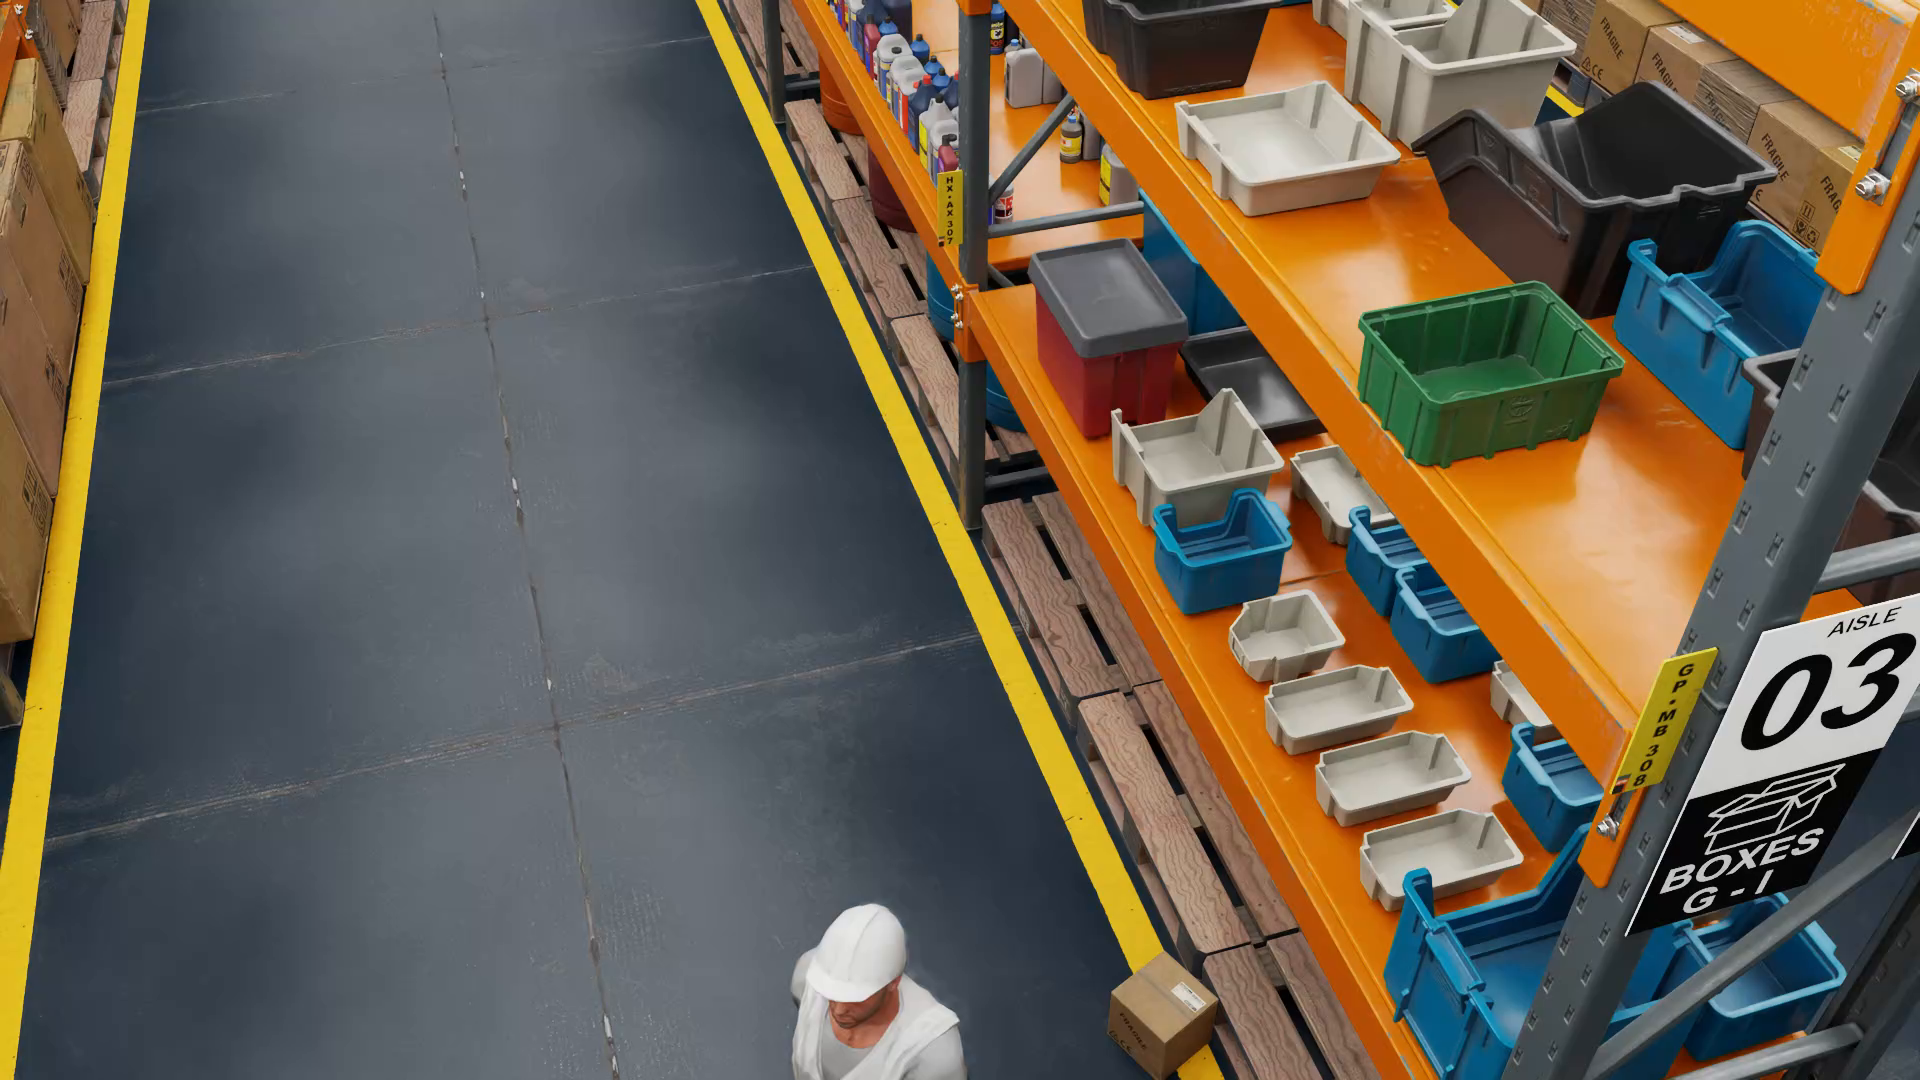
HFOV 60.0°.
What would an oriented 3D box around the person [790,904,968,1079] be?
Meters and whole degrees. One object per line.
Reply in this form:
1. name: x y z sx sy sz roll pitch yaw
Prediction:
1. person: -0.264 1.579 4.371 0.592 1.834 0.511 23 47 24
